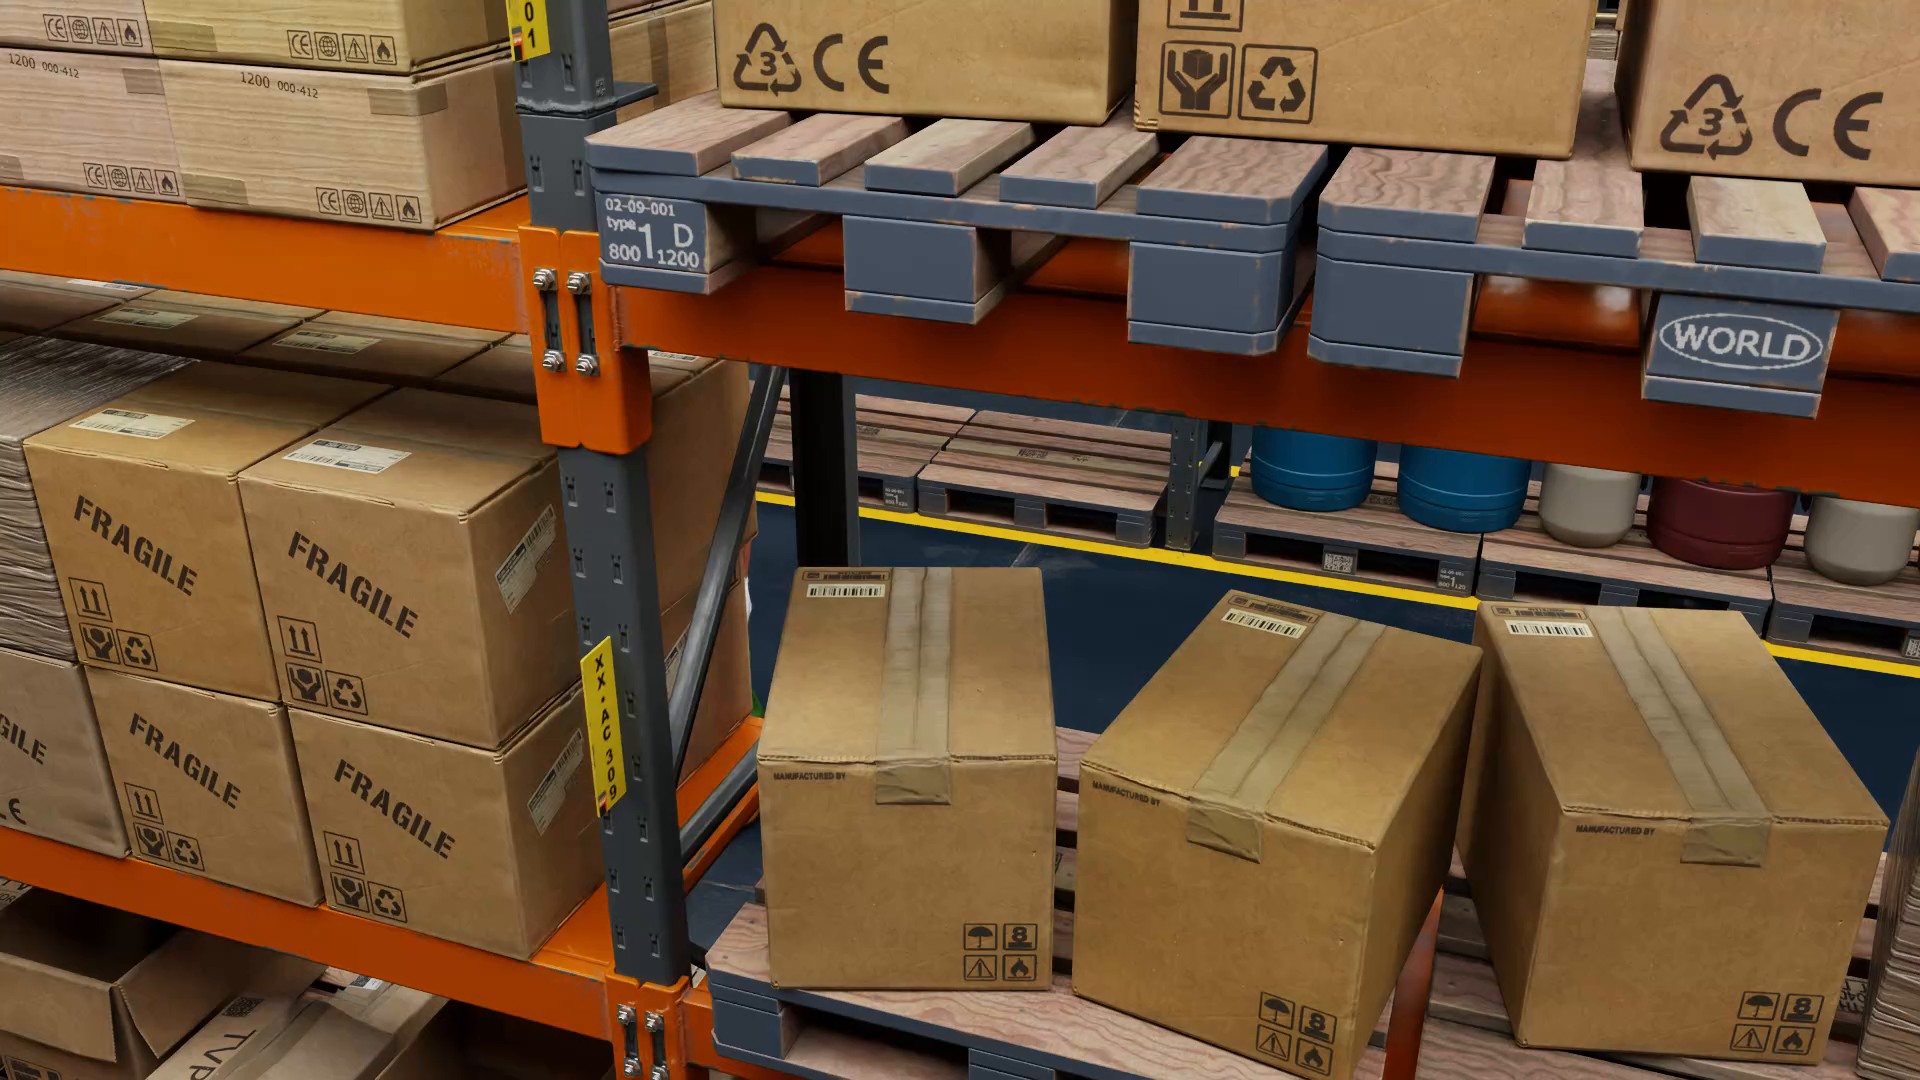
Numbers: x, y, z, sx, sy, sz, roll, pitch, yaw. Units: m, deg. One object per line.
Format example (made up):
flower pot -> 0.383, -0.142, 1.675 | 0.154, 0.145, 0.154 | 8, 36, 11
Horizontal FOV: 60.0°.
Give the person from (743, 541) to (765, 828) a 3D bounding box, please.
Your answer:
person -> -0.980, 0.151, 5.755 | 0.587, 1.791, 0.366 | 9, 27, 18
